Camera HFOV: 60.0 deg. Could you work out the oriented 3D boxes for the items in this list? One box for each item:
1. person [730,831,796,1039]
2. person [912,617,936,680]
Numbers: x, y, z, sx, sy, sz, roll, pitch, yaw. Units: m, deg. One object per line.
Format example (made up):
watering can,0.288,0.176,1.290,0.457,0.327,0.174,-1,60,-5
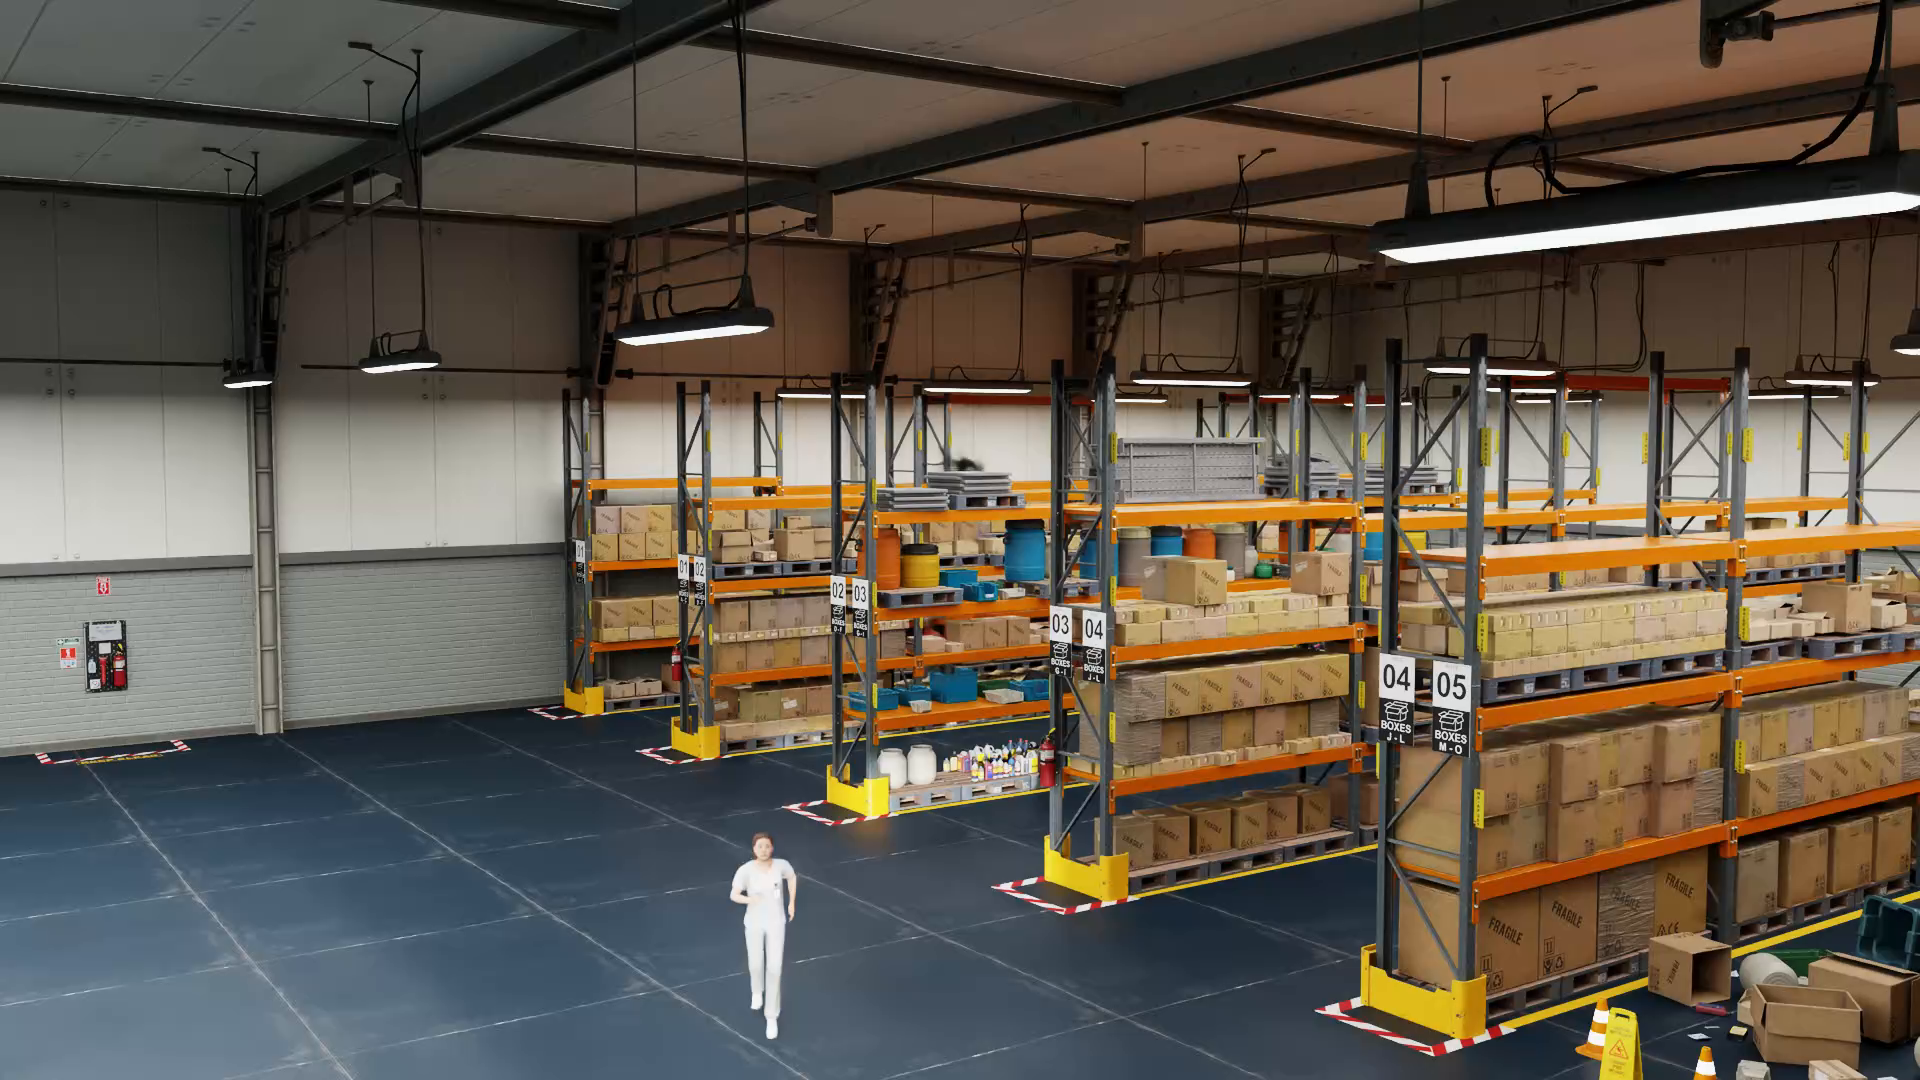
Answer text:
person,-1.712,3.374,14.516,0.583,1.697,0.894,-1,4,-8
person,-0.603,2.310,31.394,0.861,1.724,0.663,-3,5,-39
